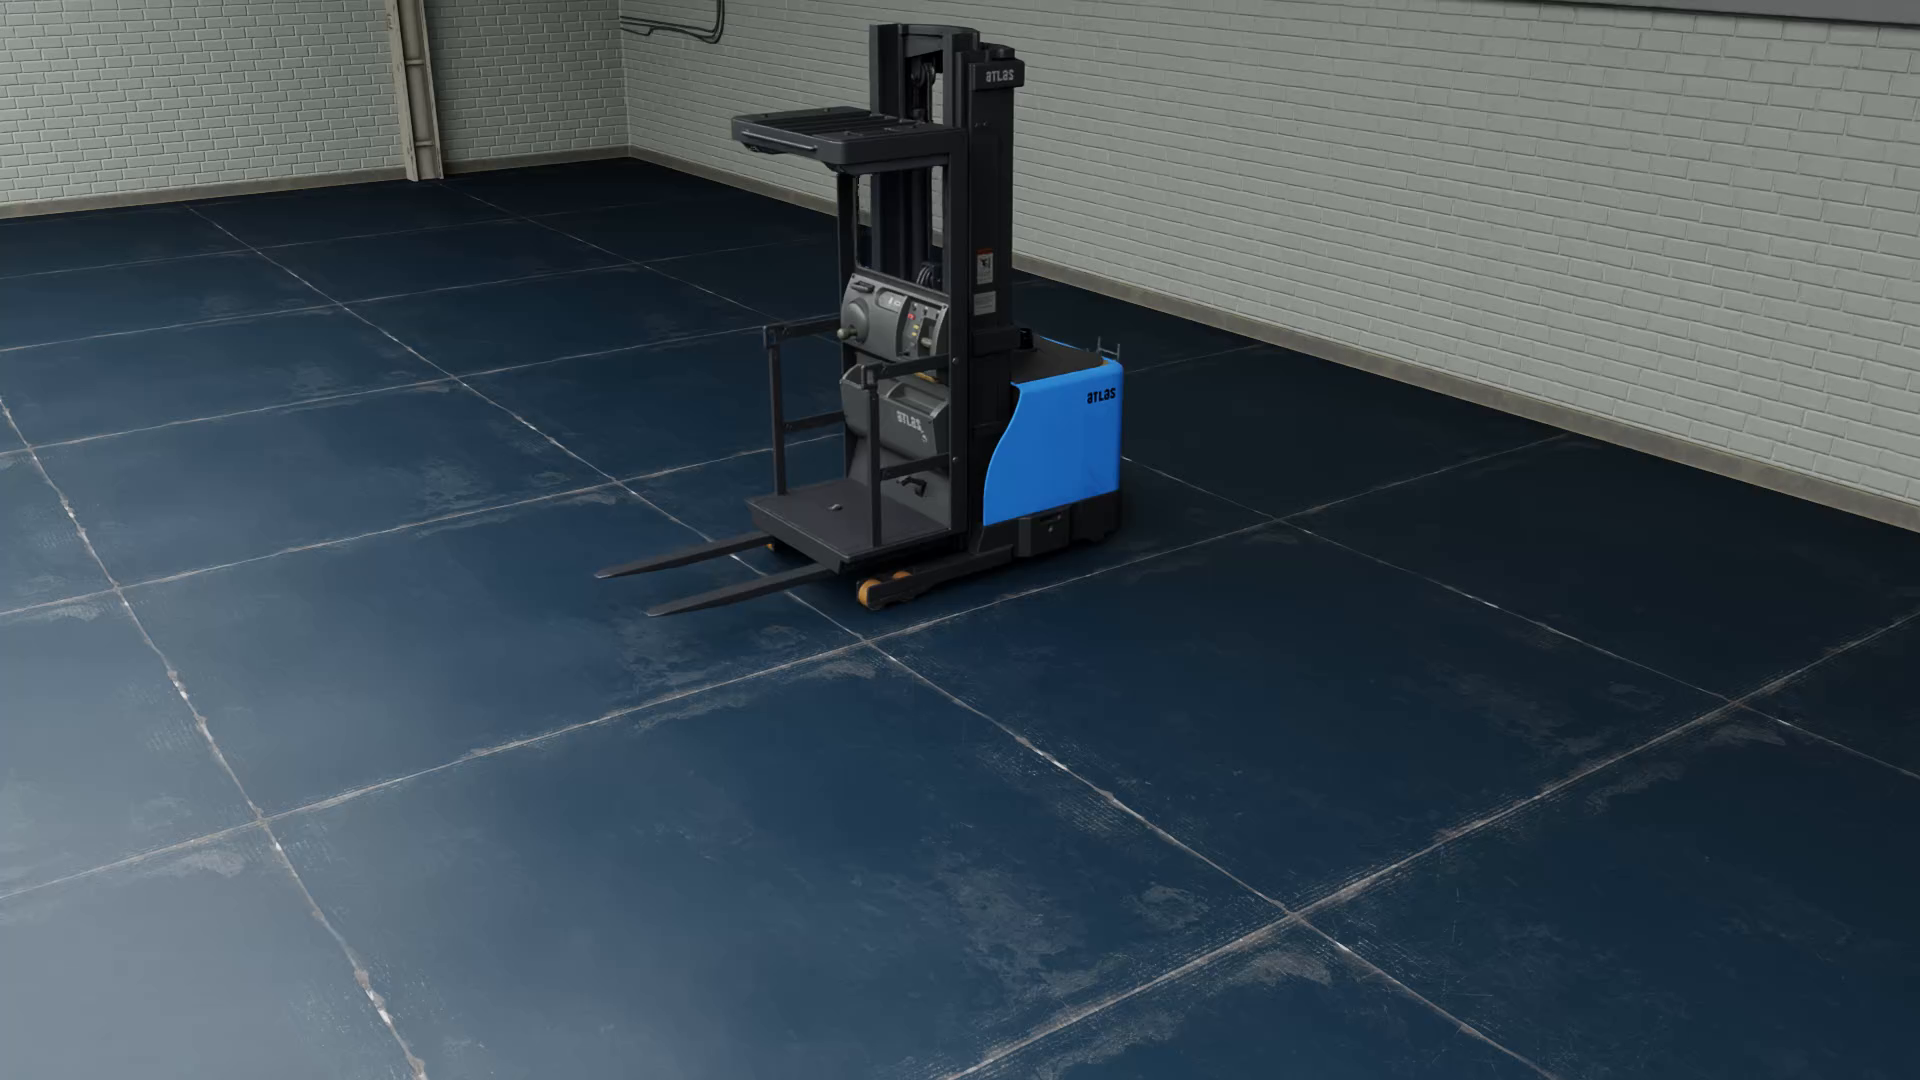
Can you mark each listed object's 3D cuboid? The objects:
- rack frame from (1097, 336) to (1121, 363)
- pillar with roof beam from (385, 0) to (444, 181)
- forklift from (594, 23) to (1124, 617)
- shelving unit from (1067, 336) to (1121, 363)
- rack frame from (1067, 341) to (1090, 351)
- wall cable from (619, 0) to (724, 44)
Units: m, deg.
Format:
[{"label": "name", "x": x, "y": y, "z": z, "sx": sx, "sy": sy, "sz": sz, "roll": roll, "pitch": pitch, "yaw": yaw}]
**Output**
[{"label": "rack frame", "x": 0.897, "y": -0.727, "z": 10.302, "sx": 0.008, "sy": 1.050, "sz": 0.200, "roll": -13, "pitch": 25, "yaw": -34}, {"label": "pillar with roof beam", "x": -4.482, "y": -7.618, "z": 16.845, "sx": 0.400, "sy": 9.000, "sz": 9.100, "roll": -15, "pitch": 26, "yaw": -33}, {"label": "forklift", "x": -0.530, "y": -1.203, "z": 8.957, "sx": 3.031, "sy": 2.935, "sz": 1.130, "roll": -15, "pitch": 26, "yaw": -33}, {"label": "shelving unit", "x": 0.799, "y": -0.704, "z": 10.234, "sx": 0.252, "sy": 1.050, "sz": 0.215, "roll": -13, "pitch": 25, "yaw": -34}, {"label": "rack frame", "x": 0.700, "y": -0.680, "z": 10.166, "sx": 0.008, "sy": 1.050, "sz": 0.200, "roll": -13, "pitch": 25, "yaw": -34}, {"label": "wall cable", "x": -3.833, "y": -7.711, "z": 21.267, "sx": 0.112, "sy": 2.526, "sz": 3.097, "roll": -15, "pitch": 26, "yaw": -33}]
